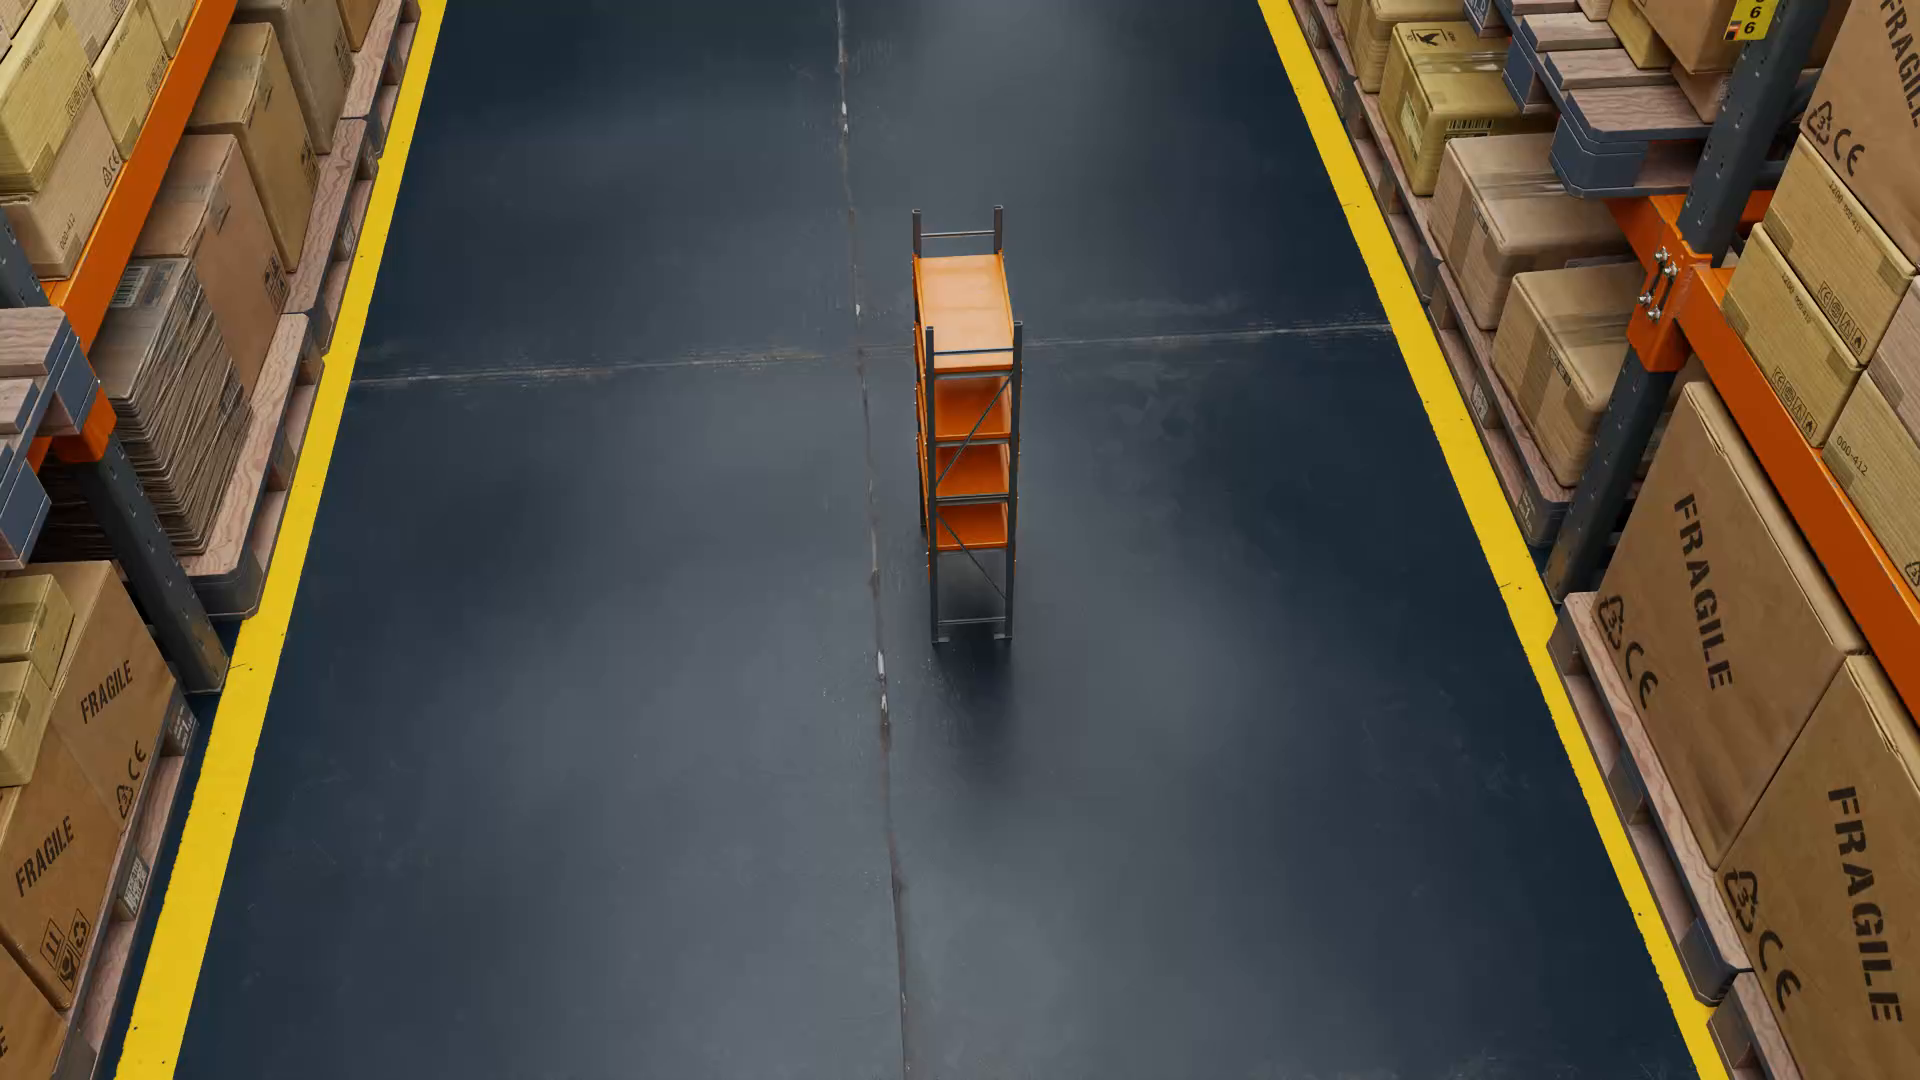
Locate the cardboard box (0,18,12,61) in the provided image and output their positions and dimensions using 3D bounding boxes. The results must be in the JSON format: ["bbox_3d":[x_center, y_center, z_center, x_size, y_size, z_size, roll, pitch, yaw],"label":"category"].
[{"bbox_3d":[-2.379,-1.104,3.714,0.380,0.149,0.250,-2,47,-2],"label":"cardboard box"}]

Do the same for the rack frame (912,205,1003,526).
[{"bbox_3d":[-0.007,-0.469,4.868,0.240,1.200,0.015,-3,47,-3],"label":"rack frame"}]

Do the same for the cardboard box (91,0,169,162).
[{"bbox_3d":[-2.477,-1.247,4.468,0.500,0.250,0.500,-4,47,-4],"label":"cardboard box"}]

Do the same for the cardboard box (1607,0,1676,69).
[{"bbox_3d":[1.944,-1.373,4.369,0.380,0.149,0.250,-3,47,-3],"label":"cardboard box"}]

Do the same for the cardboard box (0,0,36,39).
[{"bbox_3d":[-2.403,-1.297,3.897,0.380,0.149,0.250,-3,47,-2],"label":"cardboard box"}]

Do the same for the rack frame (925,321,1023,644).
[{"bbox_3d":[0.034,-0.116,4.534,0.240,1.200,0.015,-3,47,-3],"label":"rack frame"}]

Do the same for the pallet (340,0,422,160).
[{"bbox_3d":[-2.880,-2.003,7.002,1.003,0.211,1.213,-3,47,-3],"label":"pallet"}]

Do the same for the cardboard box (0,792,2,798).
[{"bbox_3d":[-2.320,0.624,3.578,0.380,0.149,0.250,-5,47,-5],"label":"cardboard box"}]

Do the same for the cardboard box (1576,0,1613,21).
[{"bbox_3d":[1.878,-1.553,4.539,0.380,0.149,0.250,-4,47,-4],"label":"cardboard box"}]

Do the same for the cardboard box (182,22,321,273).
[{"bbox_3d":[-2.804,-1.338,5.797,0.875,0.625,0.625,-5,47,-5],"label":"cardboard box"}]

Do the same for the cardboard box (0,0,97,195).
[{"bbox_3d":[-2.415,-1.056,3.943,0.500,0.250,0.500,-4,47,-3],"label":"cardboard box"}]

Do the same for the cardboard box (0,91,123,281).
[{"bbox_3d":[-2.439,-0.883,4.123,0.500,0.250,0.500,-3,47,-3],"label":"cardboard box"}]

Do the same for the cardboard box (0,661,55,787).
[{"bbox_3d":[-2.298,0.431,3.761,0.380,0.149,0.250,-6,47,-5],"label":"cardboard box"}]

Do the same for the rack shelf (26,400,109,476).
[{"bbox_3d":[-2.478,1.096,2.642,1.077,0.370,4.000,-3,47,-3],"label":"rack shelf"}]

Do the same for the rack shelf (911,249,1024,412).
[{"bbox_3d":[0.014,-0.563,4.416,0.258,0.148,0.480,-3,47,-3],"label":"rack shelf"}]

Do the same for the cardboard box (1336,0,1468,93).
[{"bbox_3d":[2.075,-2.138,6.730,0.950,0.372,0.625,-1,47,-1],"label":"cardboard box"}]

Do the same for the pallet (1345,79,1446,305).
[{"bbox_3d":[2.137,-1.390,6.421,1.003,0.211,1.213,-3,47,-3],"label":"pallet"}]

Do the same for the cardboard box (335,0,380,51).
[{"bbox_3d":[-2.926,-2.444,6.845,0.875,0.625,0.625,-2,47,-2],"label":"cardboard box"}]

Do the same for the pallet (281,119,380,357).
[{"bbox_3d":[-2.775,-1.118,6.164,1.003,0.211,1.213,-3,47,-3],"label":"pallet"}]

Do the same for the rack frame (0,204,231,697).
[{"bbox_3d":[-2.646,-0.598,3.751,1.000,3.000,0.127,-3,47,-3],"label":"rack frame"}]

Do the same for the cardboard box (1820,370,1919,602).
[{"bbox_3d":[2.151,-0.112,3.393,0.500,0.250,0.500,-5,47,-4],"label":"cardboard box"}]

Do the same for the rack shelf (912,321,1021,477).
[{"bbox_3d":[0.014,-0.400,4.587,0.258,0.148,0.480,-3,47,-3],"label":"rack shelf"}]

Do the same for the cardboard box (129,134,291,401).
[{"bbox_3d":[-2.747,-0.851,5.336,0.875,0.625,0.625,-2,47,-2],"label":"cardboard box"}]

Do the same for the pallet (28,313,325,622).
[{"bbox_3d":[-2.676,-0.238,5.330,1.003,0.211,1.213,-3,47,-3],"label":"pallet"}]

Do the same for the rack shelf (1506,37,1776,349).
[{"bbox_3d":[2.133,-2.103,5.671,1.077,0.370,4.000,-3,47,-3],"label":"rack shelf"}]

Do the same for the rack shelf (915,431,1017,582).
[{"bbox_3d":[0.014,-0.110,4.894,0.258,0.148,0.480,-3,47,-3],"label":"rack shelf"}]

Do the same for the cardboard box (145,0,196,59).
[{"bbox_3d":[-2.527,-1.619,4.821,0.500,0.250,0.500,-5,47,-5],"label":"cardboard box"}]

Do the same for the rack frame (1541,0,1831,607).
[{"bbox_3d":[2.300,-0.903,4.039,1.000,3.000,0.127,-3,47,-3],"label":"rack frame"}]

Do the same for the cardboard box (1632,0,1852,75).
[{"bbox_3d":[1.985,-1.496,4.038,0.500,0.500,0.500,-5,47,-4],"label":"cardboard box"}]

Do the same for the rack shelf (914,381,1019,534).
[{"bbox_3d":[0.014,-0.247,4.750,0.258,0.148,0.480,-3,47,-3],"label":"rack shelf"}]

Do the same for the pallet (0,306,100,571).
[{"bbox_3d":[-2.519,-0.046,3.360,1.213,0.211,1.003,-3,47,-3],"label":"pallet"}]

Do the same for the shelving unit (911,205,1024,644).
[{"bbox_3d":[0.014,-0.293,4.701,0.258,1.200,0.503,-3,47,-3],"label":"shelving unit"}]

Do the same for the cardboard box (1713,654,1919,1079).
[{"bbox_3d":[2.346,0.834,3.569,0.875,0.875,0.875,-3,47,-3],"label":"cardboard box"}]

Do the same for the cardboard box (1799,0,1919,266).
[{"bbox_3d":[2.098,-0.909,3.288,0.500,0.500,0.500,-5,47,-5],"label":"cardboard box"}]

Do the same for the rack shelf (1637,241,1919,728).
[{"bbox_3d":[2.468,0.791,2.930,1.077,0.370,4.000,-3,47,-3],"label":"rack shelf"}]

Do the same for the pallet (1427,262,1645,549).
[{"bbox_3d":[2.236,-0.510,5.587,1.003,0.211,1.213,-3,47,-3],"label":"pallet"}]

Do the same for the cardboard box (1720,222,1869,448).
[{"bbox_3d":[2.090,-0.482,3.744,0.500,0.250,0.500,-4,47,-4],"label":"cardboard box"}]

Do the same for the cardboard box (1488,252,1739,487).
[{"bbox_3d":[2.263,-0.553,5.228,0.950,0.372,0.625,-6,47,-6],"label":"cardboard box"}]

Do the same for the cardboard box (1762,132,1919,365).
[{"bbox_3d":[2.096,-0.642,3.551,0.500,0.250,0.500,-4,47,-4],"label":"cardboard box"}]

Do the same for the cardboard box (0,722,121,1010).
[{"bbox_3d":[-2.365,0.772,3.885,0.500,0.500,0.500,-4,47,-4],"label":"cardboard box"}]

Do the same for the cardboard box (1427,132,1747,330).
[{"bbox_3d":[2.193,-1.086,5.734,0.950,0.372,0.625,-4,47,-4],"label":"cardboard box"}]

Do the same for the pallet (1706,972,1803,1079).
[{"bbox_3d":[2.390,1.512,3.673,1.003,0.211,1.213,-3,47,-3],"label":"pallet"}]

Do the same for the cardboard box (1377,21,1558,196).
[{"bbox_3d":[2.135,-1.636,6.254,0.950,0.372,0.625,-2,47,-2],"label":"cardboard box"}]

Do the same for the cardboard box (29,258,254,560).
[{"bbox_3d":[-2.684,-0.378,4.889,0.875,0.625,0.625,-2,47,-2],"label":"cardboard box"}]

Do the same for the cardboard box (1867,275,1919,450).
[{"bbox_3d":[2.139,-0.268,3.196,0.500,0.250,0.500,-2,47,-2],"label":"cardboard box"}]

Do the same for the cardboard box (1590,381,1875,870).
[{"bbox_3d":[2.275,0.188,4.180,0.875,0.875,0.875,-4,47,-4],"label":"cardboard box"}]

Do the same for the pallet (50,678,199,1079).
[{"bbox_3d":[-2.621,0.903,4.250,1.003,0.211,1.213,-3,47,-3],"label":"pallet"}]

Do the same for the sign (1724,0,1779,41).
[{"bbox_3d":[1.760,-1.234,3.610,0.100,0.325,0.005,-3,47,-3],"label":"sign"}]

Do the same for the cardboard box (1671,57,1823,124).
[{"bbox_3d":[2.038,-1.184,4.189,0.380,0.149,0.250,-2,47,-2],"label":"cardboard box"}]

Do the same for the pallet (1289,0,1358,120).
[{"bbox_3d":[2.032,-2.275,7.259,1.003,0.211,1.213,-3,47,-3],"label":"pallet"}]

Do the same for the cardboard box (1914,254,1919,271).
[{"bbox_3d":[2.149,-0.551,2.948,0.500,0.500,0.500,-3,47,-3],"label":"cardboard box"}]

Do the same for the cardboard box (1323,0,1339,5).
[{"bbox_3d":[2.012,-2.658,7.222,0.950,0.372,0.625,-3,47,-3],"label":"cardboard box"}]

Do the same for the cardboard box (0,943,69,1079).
[{"bbox_3d":[-2.318,1.151,3.527,0.500,0.500,0.500,-2,47,-2],"label":"cardboard box"}]

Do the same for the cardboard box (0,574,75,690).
[{"bbox_3d":[-2.352,0.236,3.947,0.380,0.149,0.250,-6,47,-5],"label":"cardboard box"}]

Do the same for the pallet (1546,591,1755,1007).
[{"bbox_3d":[2.291,0.631,4.507,1.003,0.211,1.213,-3,47,-3],"label":"pallet"}]

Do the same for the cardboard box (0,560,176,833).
[{"bbox_3d":[-2.396,0.410,4.229,0.500,0.500,0.500,-2,47,-2],"label":"cardboard box"}]

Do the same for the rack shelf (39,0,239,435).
[{"bbox_3d":[-2.813,-1.798,5.383,1.077,0.370,4.000,-3,47,-3],"label":"rack shelf"}]

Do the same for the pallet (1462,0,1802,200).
[{"bbox_3d":[2.134,-1.346,4.591,1.213,0.211,1.003,-3,47,-3],"label":"pallet"}]

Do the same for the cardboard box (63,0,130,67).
[{"bbox_3d":[-2.480,-1.417,4.285,0.500,0.250,0.500,-2,47,-2],"label":"cardboard box"}]

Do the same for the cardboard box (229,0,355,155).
[{"bbox_3d":[-2.869,-1.882,6.312,0.875,0.625,0.625,-4,47,-4],"label":"cardboard box"}]
